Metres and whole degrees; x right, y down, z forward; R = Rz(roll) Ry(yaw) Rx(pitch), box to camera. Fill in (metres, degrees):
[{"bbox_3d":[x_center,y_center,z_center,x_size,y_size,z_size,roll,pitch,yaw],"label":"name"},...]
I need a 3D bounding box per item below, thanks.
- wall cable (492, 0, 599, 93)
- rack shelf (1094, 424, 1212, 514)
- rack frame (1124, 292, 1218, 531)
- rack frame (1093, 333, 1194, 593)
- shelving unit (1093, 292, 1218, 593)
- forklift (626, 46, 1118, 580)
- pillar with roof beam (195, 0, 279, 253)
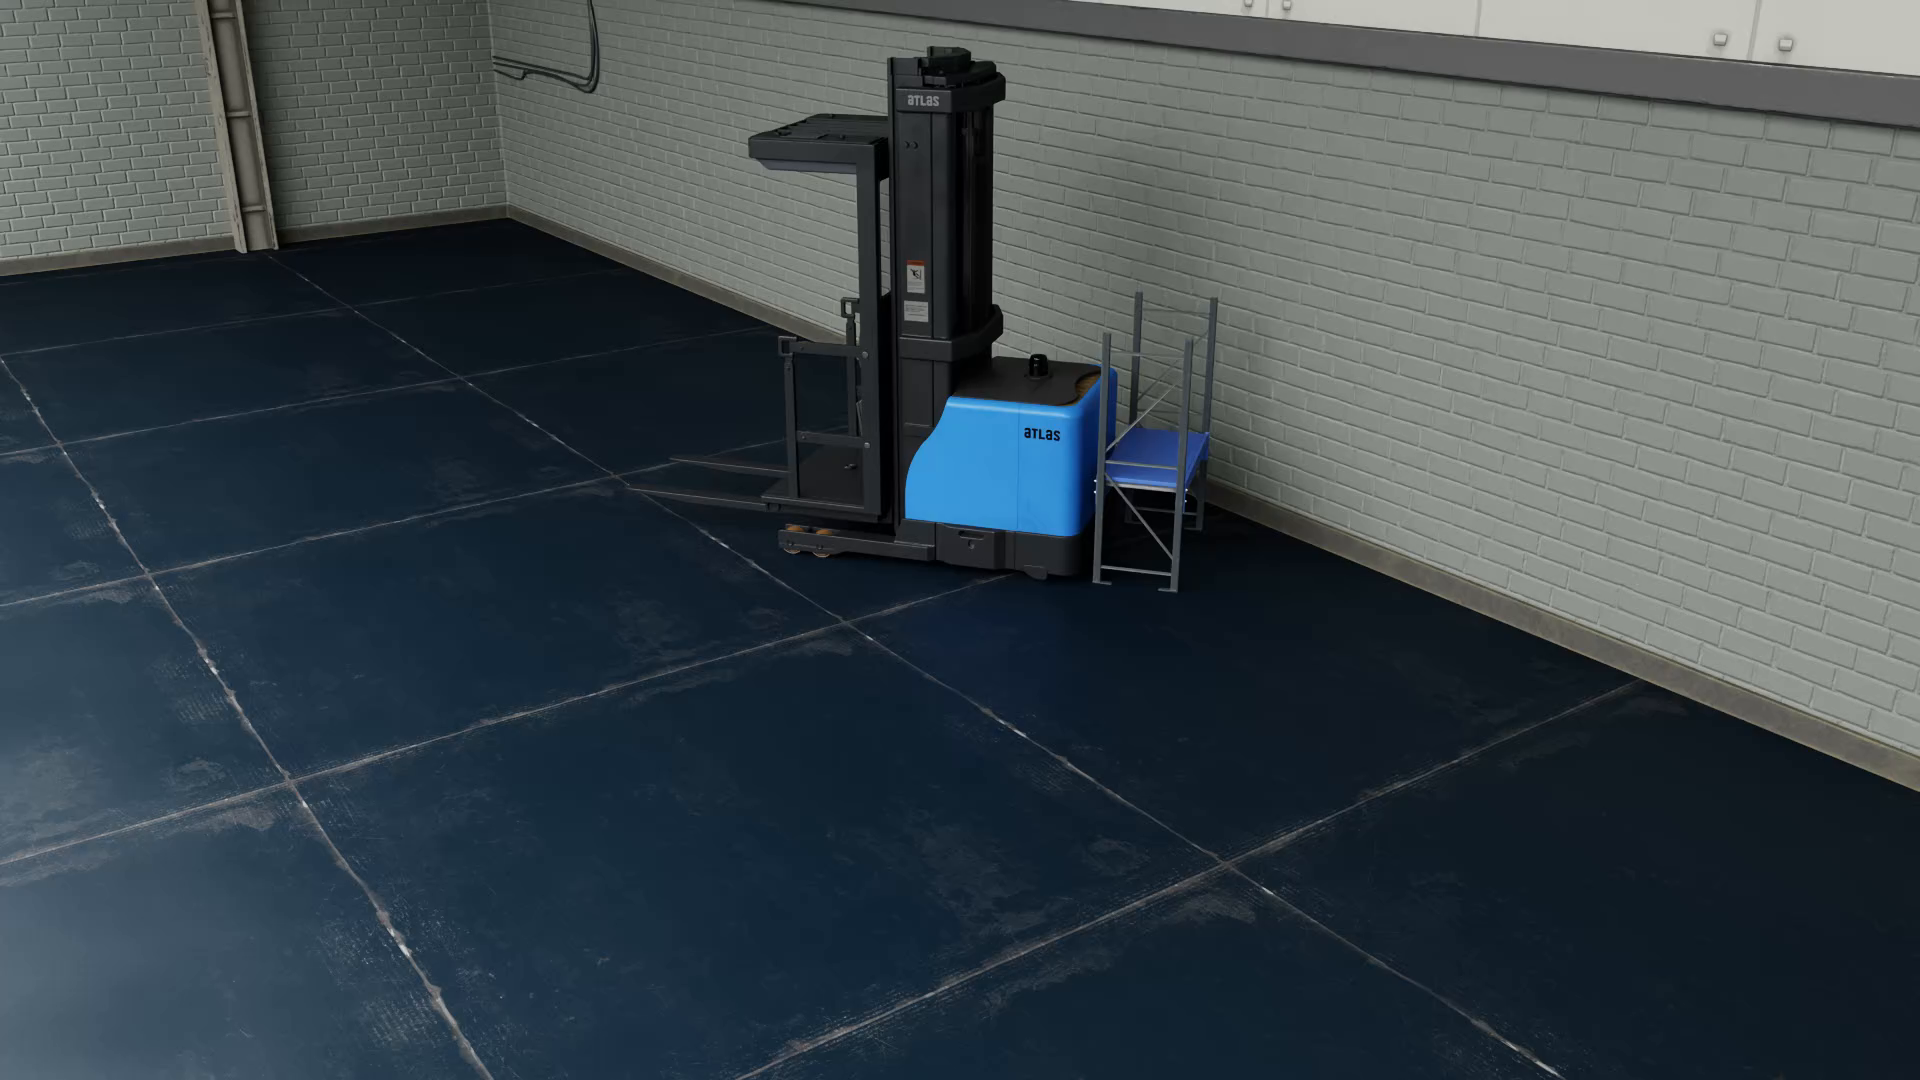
[{"bbox_3d":[-4.670,-6.224,18.042,0.112,2.526,3.097,-15,26,-33],"label":"wall cable"},{"bbox_3d":[1.165,-0.437,9.949,0.538,0.185,1.000,6,23,14],"label":"rack shelf"},{"bbox_3d":[1.304,-0.785,10.336,0.500,1.500,0.032,6,23,14],"label":"rack frame"},{"bbox_3d":[1.028,-0.423,9.428,0.500,1.500,0.032,6,23,14],"label":"rack frame"},{"bbox_3d":[1.166,-0.604,9.882,0.538,1.500,1.048,6,23,14],"label":"shelving unit"},{"bbox_3d":[-0.598,-1.433,10.033,3.031,2.935,1.130,7,23,17],"label":"forklift"},{"bbox_3d":[-5.319,-6.131,13.620,0.400,9.000,9.100,-15,26,-33],"label":"pillar with roof beam"}]
